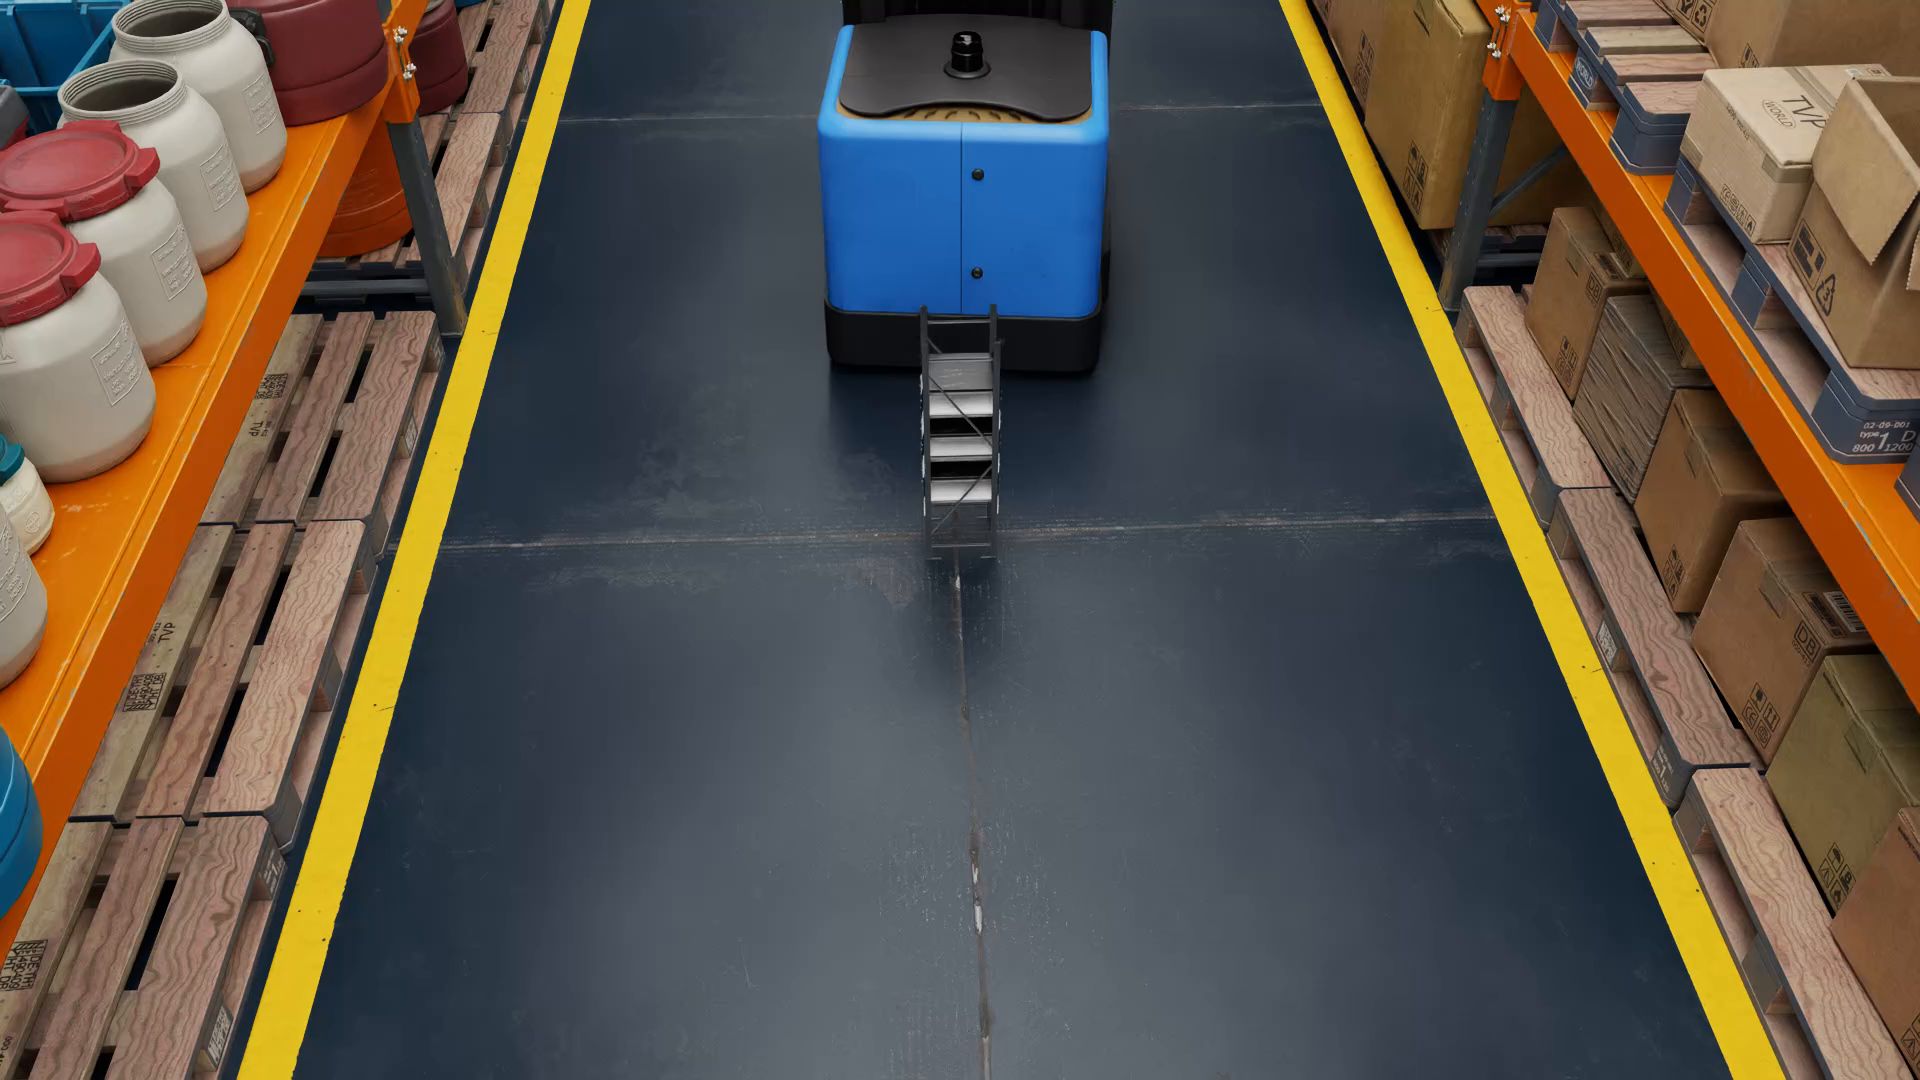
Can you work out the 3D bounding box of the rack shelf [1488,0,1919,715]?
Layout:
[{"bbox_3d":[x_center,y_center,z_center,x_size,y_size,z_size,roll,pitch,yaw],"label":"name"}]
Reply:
[{"bbox_3d":[2.549,-0.466,4.571,1.077,0.370,4.000,-2,43,-2],"label":"rack shelf"}]

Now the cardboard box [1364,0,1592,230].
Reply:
[{"bbox_3d":[2.456,-1.920,6.886,1.225,0.875,0.875,-3,43,-4],"label":"cardboard box"}]

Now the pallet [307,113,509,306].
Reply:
[{"bbox_3d":[-2.559,-1.443,7.168,1.003,0.211,1.213,-2,43,-2],"label":"pallet"}]

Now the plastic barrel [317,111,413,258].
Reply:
[{"bbox_3d":[-2.522,-1.624,6.597,0.600,0.830,0.708,-2,43,-2],"label":"plastic barrel"}]

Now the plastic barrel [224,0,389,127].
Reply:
[{"bbox_3d":[-2.162,-1.685,5.268,0.600,0.536,0.708,-2,43,-2],"label":"plastic barrel"}]

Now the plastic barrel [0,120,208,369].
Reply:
[{"bbox_3d":[-2.185,-0.729,4.225,0.433,0.535,0.433,0,43,0],"label":"plastic barrel"}]

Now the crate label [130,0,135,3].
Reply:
[{"bbox_3d":[-2.841,-1.583,5.381,0.303,0.233,0.416,-2,43,-2],"label":"crate label"}]

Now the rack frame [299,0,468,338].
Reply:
[{"bbox_3d":[-2.484,-1.940,5.646,1.000,3.000,0.127,-2,43,-2],"label":"rack frame"}]

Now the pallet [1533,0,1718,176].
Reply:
[{"bbox_3d":[2.601,-1.533,5.345,1.213,0.211,1.003,-2,43,-2],"label":"pallet"}]

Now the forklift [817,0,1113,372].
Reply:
[{"bbox_3d":[0.085,-2.705,6.532,1.130,2.935,3.031,2,43,2],"label":"forklift"}]

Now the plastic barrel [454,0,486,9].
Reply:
[{"bbox_3d":[-2.618,-3.176,8.237,0.600,0.901,0.708,-2,43,-2],"label":"plastic barrel"}]

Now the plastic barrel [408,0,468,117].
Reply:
[{"bbox_3d":[-2.570,-2.298,7.511,0.600,0.588,0.708,-2,43,-2],"label":"plastic barrel"}]

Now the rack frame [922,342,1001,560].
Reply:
[{"bbox_3d":[0.004,-0.269,5.377,0.240,0.900,0.006,-2,43,-2],"label":"rack frame"}]

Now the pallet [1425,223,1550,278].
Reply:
[{"bbox_3d":[2.506,-1.588,7.326,1.003,0.211,1.213,-2,43,-2],"label":"pallet"}]

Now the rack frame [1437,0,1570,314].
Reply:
[{"bbox_3d":[2.465,-2.082,5.801,1.000,3.000,0.127,-2,43,-2],"label":"rack frame"}]

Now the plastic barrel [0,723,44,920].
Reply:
[{"bbox_3d":[-2.028,0.306,2.825,0.600,0.901,0.708,-2,43,-2],"label":"plastic barrel"}]

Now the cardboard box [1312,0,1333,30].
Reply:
[{"bbox_3d":[2.381,-3.119,8.194,1.225,0.875,0.875,-3,43,-3],"label":"cardboard box"}]

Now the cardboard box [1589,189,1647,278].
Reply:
[{"bbox_3d":[2.523,-1.147,5.751,0.500,0.250,0.500,0,43,0],"label":"cardboard box"}]

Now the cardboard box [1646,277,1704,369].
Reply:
[{"bbox_3d":[2.556,-0.790,5.361,0.500,0.250,0.500,3,43,3],"label":"cardboard box"}]

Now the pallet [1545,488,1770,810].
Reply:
[{"bbox_3d":[2.545,0.295,5.272,1.003,0.211,1.213,-2,43,-2],"label":"pallet"}]

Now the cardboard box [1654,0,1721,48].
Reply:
[{"bbox_3d":[2.527,-1.910,5.229,0.500,0.500,0.500,-6,43,-7],"label":"cardboard box"}]

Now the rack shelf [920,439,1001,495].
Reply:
[{"bbox_3d":[0.000,-0.246,5.535,0.258,0.077,0.200,-2,43,-2],"label":"rack shelf"}]

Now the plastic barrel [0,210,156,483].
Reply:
[{"bbox_3d":[-2.167,-0.437,3.906,0.433,0.535,0.433,0,43,0],"label":"plastic barrel"}]

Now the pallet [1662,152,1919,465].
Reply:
[{"bbox_3d":[2.590,-0.676,4.409,1.003,0.211,1.213,-2,43,-2],"label":"pallet"}]

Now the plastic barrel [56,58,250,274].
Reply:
[{"bbox_3d":[-2.209,-1.008,4.547,0.421,0.512,0.421,0,43,0],"label":"plastic barrel"}]

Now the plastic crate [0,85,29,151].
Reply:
[{"bbox_3d":[-2.721,-0.864,4.425,0.402,0.464,0.583,-2,43,-2],"label":"plastic crate"}]

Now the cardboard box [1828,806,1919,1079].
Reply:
[{"bbox_3d":[2.630,0.963,4.004,0.700,0.500,0.500,-5,43,-5],"label":"cardboard box"}]

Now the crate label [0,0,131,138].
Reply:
[{"bbox_3d":[-2.712,-1.274,4.894,0.502,0.435,0.616,-2,43,-2],"label":"crate label"}]

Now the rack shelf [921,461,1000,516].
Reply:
[{"bbox_3d":[0.000,-0.180,5.596,0.258,0.077,0.200,-2,43,-2],"label":"rack shelf"}]

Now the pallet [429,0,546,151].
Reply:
[{"bbox_3d":[-2.608,-2.264,8.064,1.003,0.211,1.213,-2,43,-2],"label":"pallet"}]

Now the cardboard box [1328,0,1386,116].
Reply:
[{"bbox_3d":[2.426,-2.522,7.543,1.225,0.875,0.875,-2,43,-2],"label":"cardboard box"}]

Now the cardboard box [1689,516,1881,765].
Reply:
[{"bbox_3d":[2.604,0.263,4.768,0.700,0.500,0.500,-5,43,-5],"label":"cardboard box"}]

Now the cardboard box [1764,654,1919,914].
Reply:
[{"bbox_3d":[2.628,0.640,4.356,0.700,0.500,0.500,-2,43,-2],"label":"cardboard box"}]

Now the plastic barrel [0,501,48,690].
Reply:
[{"bbox_3d":[-2.136,0.058,3.366,0.433,0.535,0.433,0,43,0],"label":"plastic barrel"}]

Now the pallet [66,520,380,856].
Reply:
[{"bbox_3d":[-2.441,0.434,5.120,1.003,0.211,1.213,-2,43,-2],"label":"pallet"}]

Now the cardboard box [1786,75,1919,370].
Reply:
[{"bbox_3d":[2.468,-0.742,3.952,0.797,0.503,0.637,2,43,3],"label":"cardboard box"}]

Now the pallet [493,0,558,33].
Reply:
[{"bbox_3d":[-2.663,-3.090,8.965,1.003,0.211,1.213,-2,43,-2],"label":"pallet"}]

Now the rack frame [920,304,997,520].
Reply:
[{"bbox_3d":[-0.005,-0.406,5.527,0.240,0.900,0.006,-2,43,-2],"label":"rack frame"}]

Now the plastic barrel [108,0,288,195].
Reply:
[{"bbox_3d":[-2.227,-1.293,4.857,0.421,0.512,0.421,0,43,0],"label":"plastic barrel"}]

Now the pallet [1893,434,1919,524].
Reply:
[{"bbox_3d":[2.747,0.169,3.487,1.003,0.211,1.213,-2,43,-2],"label":"pallet"}]

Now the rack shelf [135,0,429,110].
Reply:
[{"bbox_3d":[-2.569,-3.025,7.362,1.077,0.370,4.000,-2,43,-2],"label":"rack shelf"}]

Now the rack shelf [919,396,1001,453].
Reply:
[{"bbox_3d":[0.000,-0.379,5.414,0.258,0.077,0.200,-2,43,-2],"label":"rack shelf"}]

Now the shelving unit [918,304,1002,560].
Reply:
[{"bbox_3d":[0.000,-0.337,5.452,0.258,0.900,0.210,-2,43,-2],"label":"shelving unit"}]

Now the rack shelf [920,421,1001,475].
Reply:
[{"bbox_3d":[0.000,-0.313,5.474,0.258,0.077,0.200,-2,43,-2],"label":"rack shelf"}]

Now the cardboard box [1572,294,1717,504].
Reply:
[{"bbox_3d":[2.549,-0.497,5.596,0.700,0.500,0.500,-5,43,-5],"label":"cardboard box"}]

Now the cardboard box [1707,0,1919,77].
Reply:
[{"bbox_3d":[2.651,-1.536,4.821,0.700,0.500,0.500,4,43,5],"label":"cardboard box"}]

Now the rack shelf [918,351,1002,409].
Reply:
[{"bbox_3d":[0.000,-0.512,5.292,0.258,0.077,0.200,-2,43,-2],"label":"rack shelf"}]

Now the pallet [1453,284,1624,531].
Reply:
[{"bbox_3d":[2.496,-0.526,6.168,1.003,0.211,1.213,-2,43,-2],"label":"pallet"}]

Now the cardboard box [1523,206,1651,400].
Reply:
[{"bbox_3d":[2.513,-0.871,6.004,0.700,0.500,0.500,-4,43,-4],"label":"cardboard box"}]

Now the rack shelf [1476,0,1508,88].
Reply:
[{"bbox_3d":[2.380,-3.167,7.517,1.077,0.370,4.000,-2,43,-2],"label":"rack shelf"}]

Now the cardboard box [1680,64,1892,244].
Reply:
[{"bbox_3d":[2.306,-1.043,4.468,0.500,0.250,0.500,-3,43,-3],"label":"cardboard box"}]

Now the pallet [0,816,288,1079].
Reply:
[{"bbox_3d":[-2.386,1.260,4.220,1.003,0.211,1.213,-2,43,-2],"label":"pallet"}]

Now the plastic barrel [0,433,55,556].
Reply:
[{"bbox_3d":[-2.217,-0.086,3.726,0.301,0.262,0.301,0,43,0],"label":"plastic barrel"}]

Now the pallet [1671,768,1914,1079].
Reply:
[{"bbox_3d":[2.600,1.121,4.371,1.003,0.211,1.213,-2,43,-2],"label":"pallet"}]

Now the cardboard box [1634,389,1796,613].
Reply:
[{"bbox_3d":[2.580,-0.114,5.179,0.700,0.500,0.500,2,43,2],"label":"cardboard box"}]

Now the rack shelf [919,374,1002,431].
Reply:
[{"bbox_3d":[0.000,-0.445,5.353,0.258,0.077,0.200,-2,43,-2],"label":"rack shelf"}]

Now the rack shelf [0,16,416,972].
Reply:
[{"bbox_3d":[-2.399,-0.324,4.416,1.077,0.370,4.000,-2,43,-2],"label":"rack shelf"}]

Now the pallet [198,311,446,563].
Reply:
[{"bbox_3d":[-2.490,-0.388,6.017,1.003,0.211,1.213,-2,43,-2],"label":"pallet"}]
